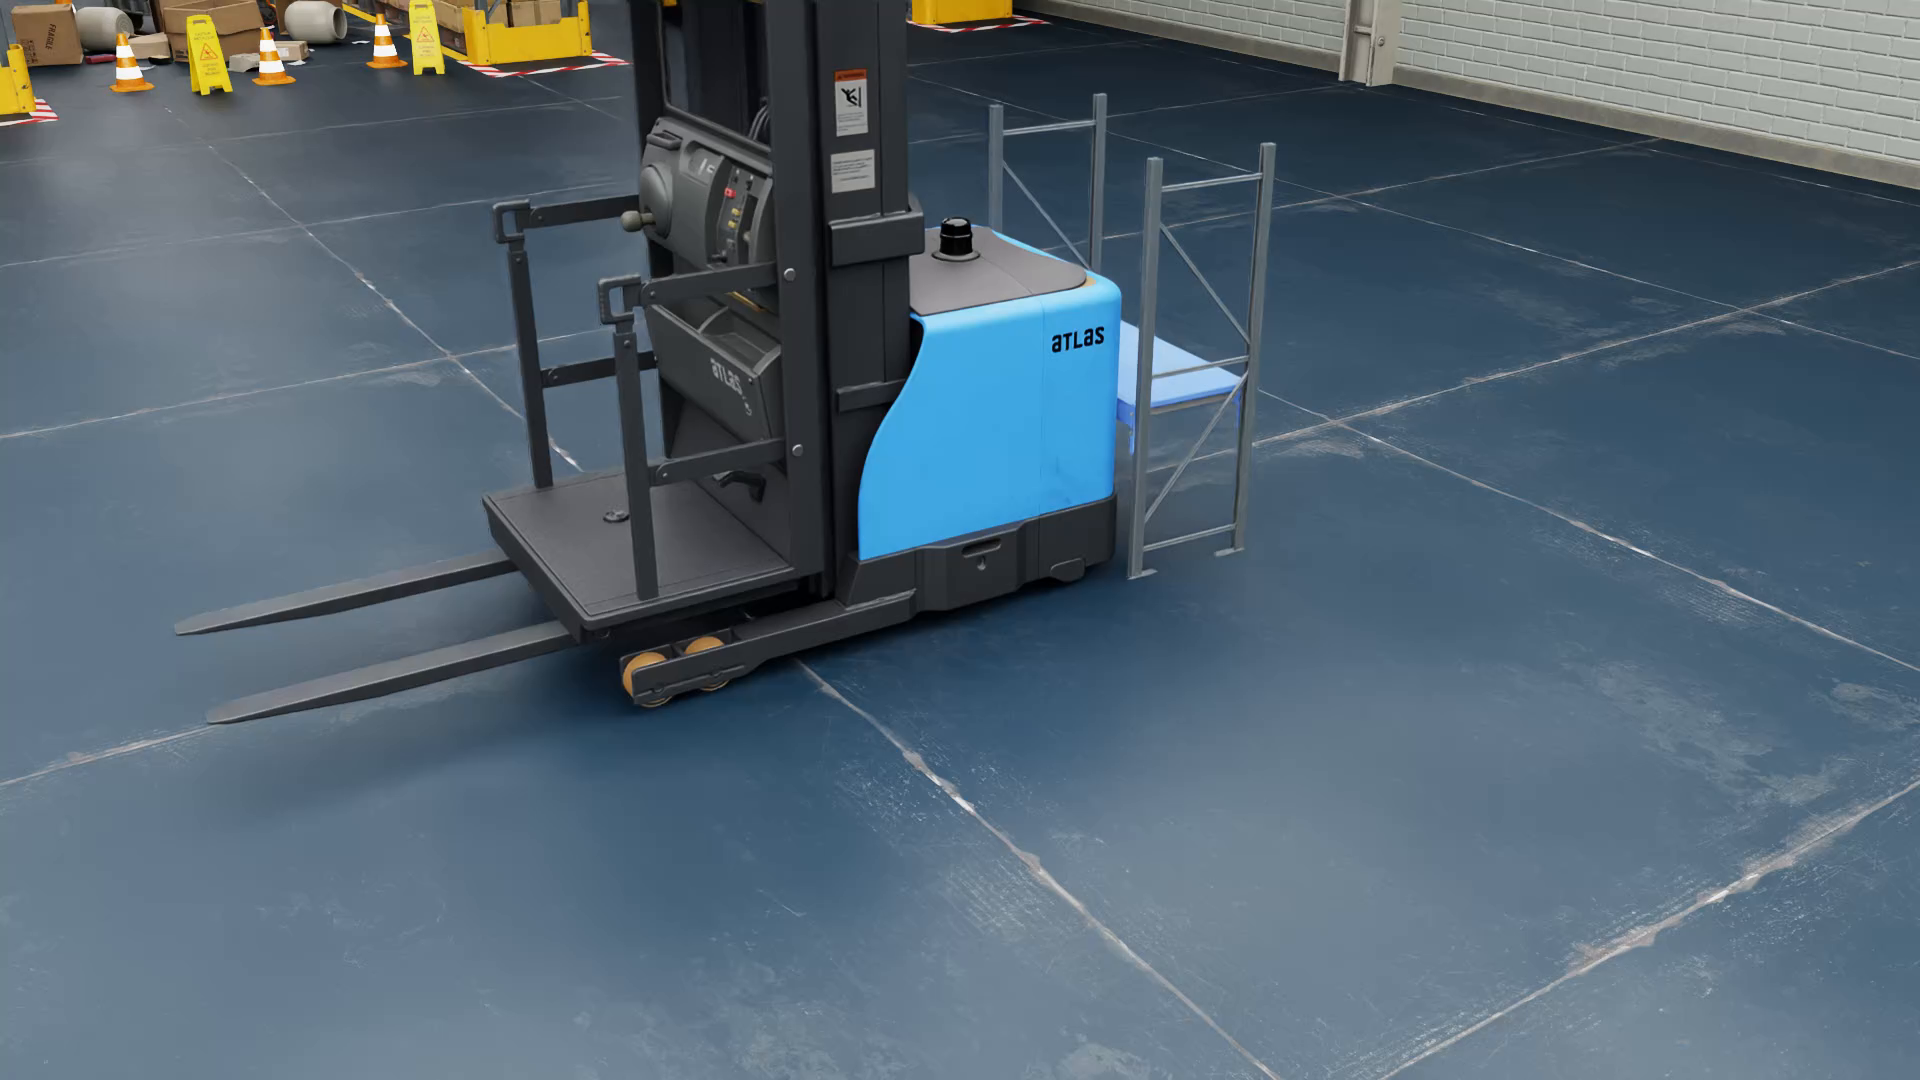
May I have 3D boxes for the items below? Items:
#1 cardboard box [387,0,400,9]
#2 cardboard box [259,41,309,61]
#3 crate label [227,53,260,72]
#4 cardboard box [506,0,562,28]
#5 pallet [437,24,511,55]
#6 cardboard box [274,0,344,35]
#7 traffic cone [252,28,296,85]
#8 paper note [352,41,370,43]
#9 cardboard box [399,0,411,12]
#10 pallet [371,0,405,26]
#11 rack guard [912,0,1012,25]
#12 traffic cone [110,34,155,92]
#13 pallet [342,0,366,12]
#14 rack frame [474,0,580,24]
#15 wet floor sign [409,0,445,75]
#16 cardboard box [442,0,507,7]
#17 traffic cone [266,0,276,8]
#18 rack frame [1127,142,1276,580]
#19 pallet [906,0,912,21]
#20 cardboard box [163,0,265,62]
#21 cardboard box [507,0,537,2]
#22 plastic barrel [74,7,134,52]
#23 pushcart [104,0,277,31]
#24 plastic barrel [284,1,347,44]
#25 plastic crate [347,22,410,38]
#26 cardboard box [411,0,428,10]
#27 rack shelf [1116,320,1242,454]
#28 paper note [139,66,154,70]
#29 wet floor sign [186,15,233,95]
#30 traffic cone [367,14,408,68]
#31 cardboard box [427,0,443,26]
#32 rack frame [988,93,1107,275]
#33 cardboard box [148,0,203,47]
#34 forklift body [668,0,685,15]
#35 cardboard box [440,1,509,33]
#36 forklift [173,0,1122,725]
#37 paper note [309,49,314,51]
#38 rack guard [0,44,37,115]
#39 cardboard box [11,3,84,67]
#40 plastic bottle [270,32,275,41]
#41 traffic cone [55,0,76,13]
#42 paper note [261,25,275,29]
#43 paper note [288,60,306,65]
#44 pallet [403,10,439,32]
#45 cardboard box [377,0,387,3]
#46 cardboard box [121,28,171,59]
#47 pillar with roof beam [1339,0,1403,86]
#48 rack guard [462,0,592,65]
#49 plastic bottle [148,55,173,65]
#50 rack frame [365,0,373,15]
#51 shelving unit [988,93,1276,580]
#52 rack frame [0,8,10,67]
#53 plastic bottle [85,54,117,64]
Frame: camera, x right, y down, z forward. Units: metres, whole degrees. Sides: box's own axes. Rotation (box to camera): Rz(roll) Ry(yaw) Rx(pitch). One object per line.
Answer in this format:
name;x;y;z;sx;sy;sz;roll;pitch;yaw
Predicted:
cardboard box;-5.925;-5.943;18.054;0.500;0.250;0.500;-14;29;-27
cardboard box;-6.546;-4.736;16.109;0.380;0.149;0.250;-1;25;-3
crate label;-6.679;-4.473;15.564;0.298;0.136;0.250;12;28;24
cardboard box;-4.347;-5.327;16.750;0.500;0.250;0.500;-16;30;-30
pallet;-4.594;-5.093;16.791;1.003;0.211;1.213;-16;29;-30
cardboard box;-6.877;-5.629;17.585;0.500;0.500;0.500;3;25;6
traffic cone;-6.198;-4.353;14.930;0.336;0.463;0.334;-16;29;-30
paper note;-6.132;-5.104;17.026;0.148;0.019;0.142;18;31;33
cardboard box;-5.633;-5.754;17.653;0.500;0.250;0.500;-16;30;-30
pallet;-5.926;-5.965;18.639;1.003;0.211;1.213;-16;29;-30
rack guard;0.032;-6.047;18.473;1.175;0.500;0.348;-16;29;-30
traffic cone;-7.331;-4.212;14.630;0.336;0.463;0.334;-16;29;-30
pallet;-6.748;-6.476;19.720;1.003;0.211;1.213;-16;29;-30
rack frame;-4.138;-6.028;15.505;1.000;3.000;0.127;-16;29;-30
wet floor sign;-4.931;-4.646;15.335;0.267;0.644;0.232;-6;26;-12
cardboard box;-4.794;-5.539;16.320;0.500;0.500;0.500;-15;29;-29
traffic cone;-8.172;-6.429;19.325;0.336;0.463;0.334;-16;29;-30
rack frame;0.825;-0.591;5.746;0.500;1.500;0.032;-13;28;-26
pallet;-0.434;-6.189;19.112;1.003;0.211;1.213;-16;29;-30
cardboard box;-7.218;-4.937;16.119;0.637;0.503;0.797;7;26;15
cardboard box;-4.360;-5.675;16.608;0.500;0.500;0.500;-17;30;-31
plastic barrel;-8.509;-5.055;16.463;0.512;0.421;0.421;3;25;6
pushcart;-8.205;-5.723;17.932;0.936;0.377;1.648;18;31;33
plastic barrel;-6.534;-5.249;16.872;0.512;0.421;0.421;3;25;6
plastic crate;-6.152;-5.386;17.564;0.583;0.080;0.402;18;31;33
cardboard box;-5.371;-5.574;17.272;0.500;0.250;0.500;-17;30;-31
rack shelf;0.580;-0.619;6.225;0.538;0.185;1.000;-13;28;-26
paper note;-7.641;-4.436;15.613;0.144;0.017;0.142;-6;26;-12
wet floor sign;-6.556;-4.224;14.443;0.267;0.644;0.232;-22;33;-38
traffic cone;-5.454;-4.734;15.735;0.336;0.463;0.334;-16;29;-30
cardboard box;-5.081;-5.388;16.878;0.500;0.250;0.500;-15;29;-29
rack frame;0.334;-0.971;6.551;0.500;1.500;0.032;-13;28;-26
cardboard box;-7.736;-5.331;16.794;0.797;0.637;0.503;-16;29;-30
forklift body;-2.545;-7.055;18.675;2.313;2.155;1.214;-16;29;-30
cardboard box;-4.818;-5.209;16.500;0.500;0.250;0.500;-16;29;-30
forklift;-0.971;-1.065;5.072;3.031;2.935;1.130;-14;29;-28
paper note;-6.474;-4.892;16.602;0.032;0.001;0.123;-16;29;-30
rack guard;-8.217;-3.699;13.500;1.175;0.500;0.348;-16;29;-30
cardboard box;-8.707;-4.823;15.879;0.500;0.500;0.500;-10;27;-21
plastic bottle;-7.189;-5.231;17.259;0.133;0.061;0.283;-10;27;-21
traffic cone;-9.881;-5.953;18.318;0.336;0.463;0.334;-16;29;-30
paper note;-7.462;-5.529;17.926;0.148;0.019;0.142;-16;29;-30
paper note;-6.322;-4.559;15.872;0.142;0.019;0.148;18;31;33
pallet;-5.255;-5.529;17.714;1.003;0.211;1.213;-16;29;-30
cardboard box;-6.226;-6.131;18.453;0.500;0.250;0.500;-17;30;-32
cardboard box;-7.933;-4.847;16.206;0.396;0.266;0.258;-10;27;-21
pillar with roof beam;0.062;-7.208;10.979;9.100;9.000;0.400;-16;29;-30
rack guard;-4.180;-4.925;16.096;1.175;0.500;0.348;-16;29;-30
plastic bottle;-7.672;-4.599;15.921;0.283;0.061;0.133;18;31;33
rack frame;-6.322;-7.458;18.536;1.000;3.000;0.127;-16;29;-30
shelving unit;0.580;-0.781;6.148;0.538;1.500;1.048;-13;28;-26
rack frame;-8.230;-4.838;12.985;1.000;3.000;0.127;-16;29;-30
plastic bottle;-8.239;-4.628;15.981;0.133;0.061;0.283;18;31;33
